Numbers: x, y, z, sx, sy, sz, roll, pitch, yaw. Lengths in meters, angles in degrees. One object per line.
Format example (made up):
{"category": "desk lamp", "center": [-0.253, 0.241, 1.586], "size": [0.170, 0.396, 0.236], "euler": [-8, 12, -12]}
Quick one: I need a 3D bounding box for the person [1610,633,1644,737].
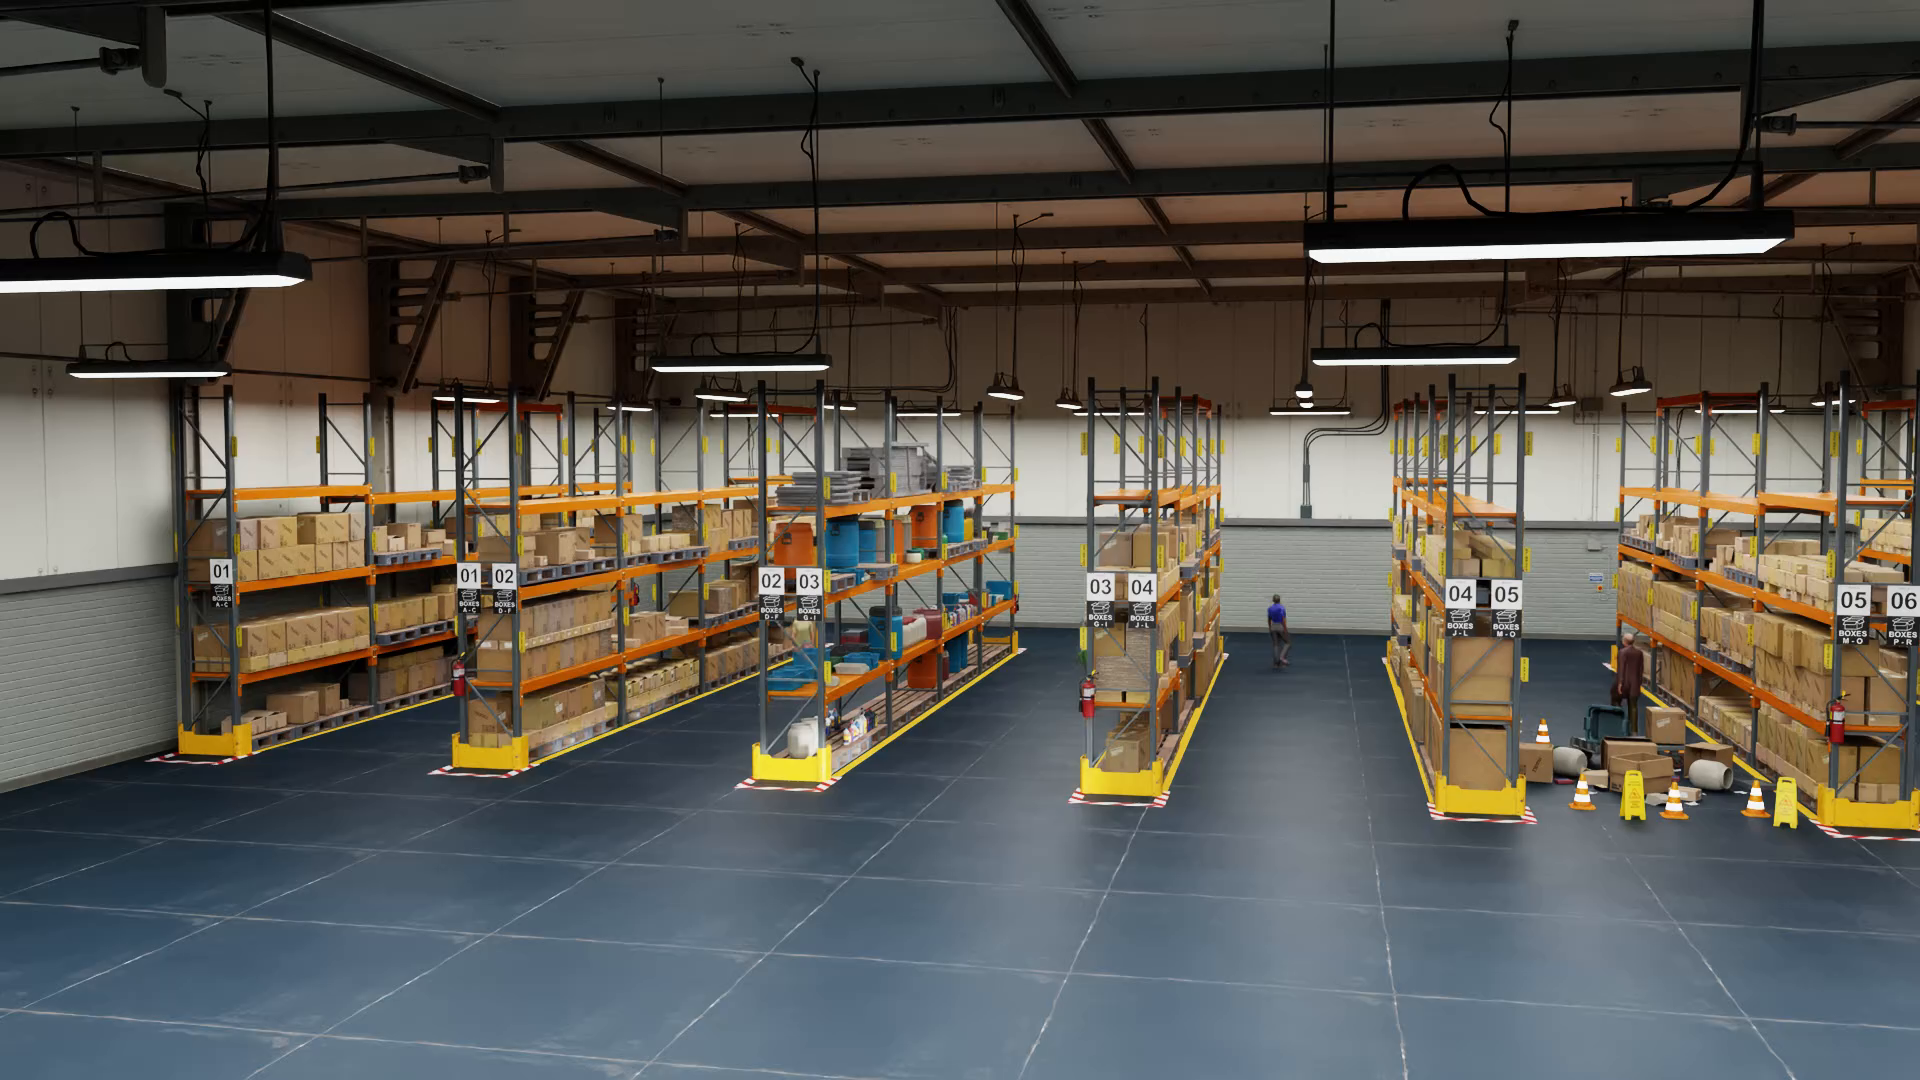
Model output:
{"category": "person", "center": [11.567, 2.523, 28.715], "size": [0.576, 1.814, 0.594], "euler": [0, 3, 0]}

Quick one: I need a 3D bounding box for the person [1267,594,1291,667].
{"category": "person", "center": [7.248, 2.058, 37.712], "size": [0.578, 1.659, 0.434], "euler": [3, 4, 39]}

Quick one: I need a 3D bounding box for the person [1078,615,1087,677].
{"category": "person", "center": [2.757, 2.049, 34.365], "size": [0.597, 1.609, 0.624], "euler": [1, 3, 22]}

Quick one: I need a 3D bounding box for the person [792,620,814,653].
{"category": "person", "center": [-3.275, 2.097, 34.591], "size": [0.451, 1.398, 1.018], "euler": [0, 3, -4]}
